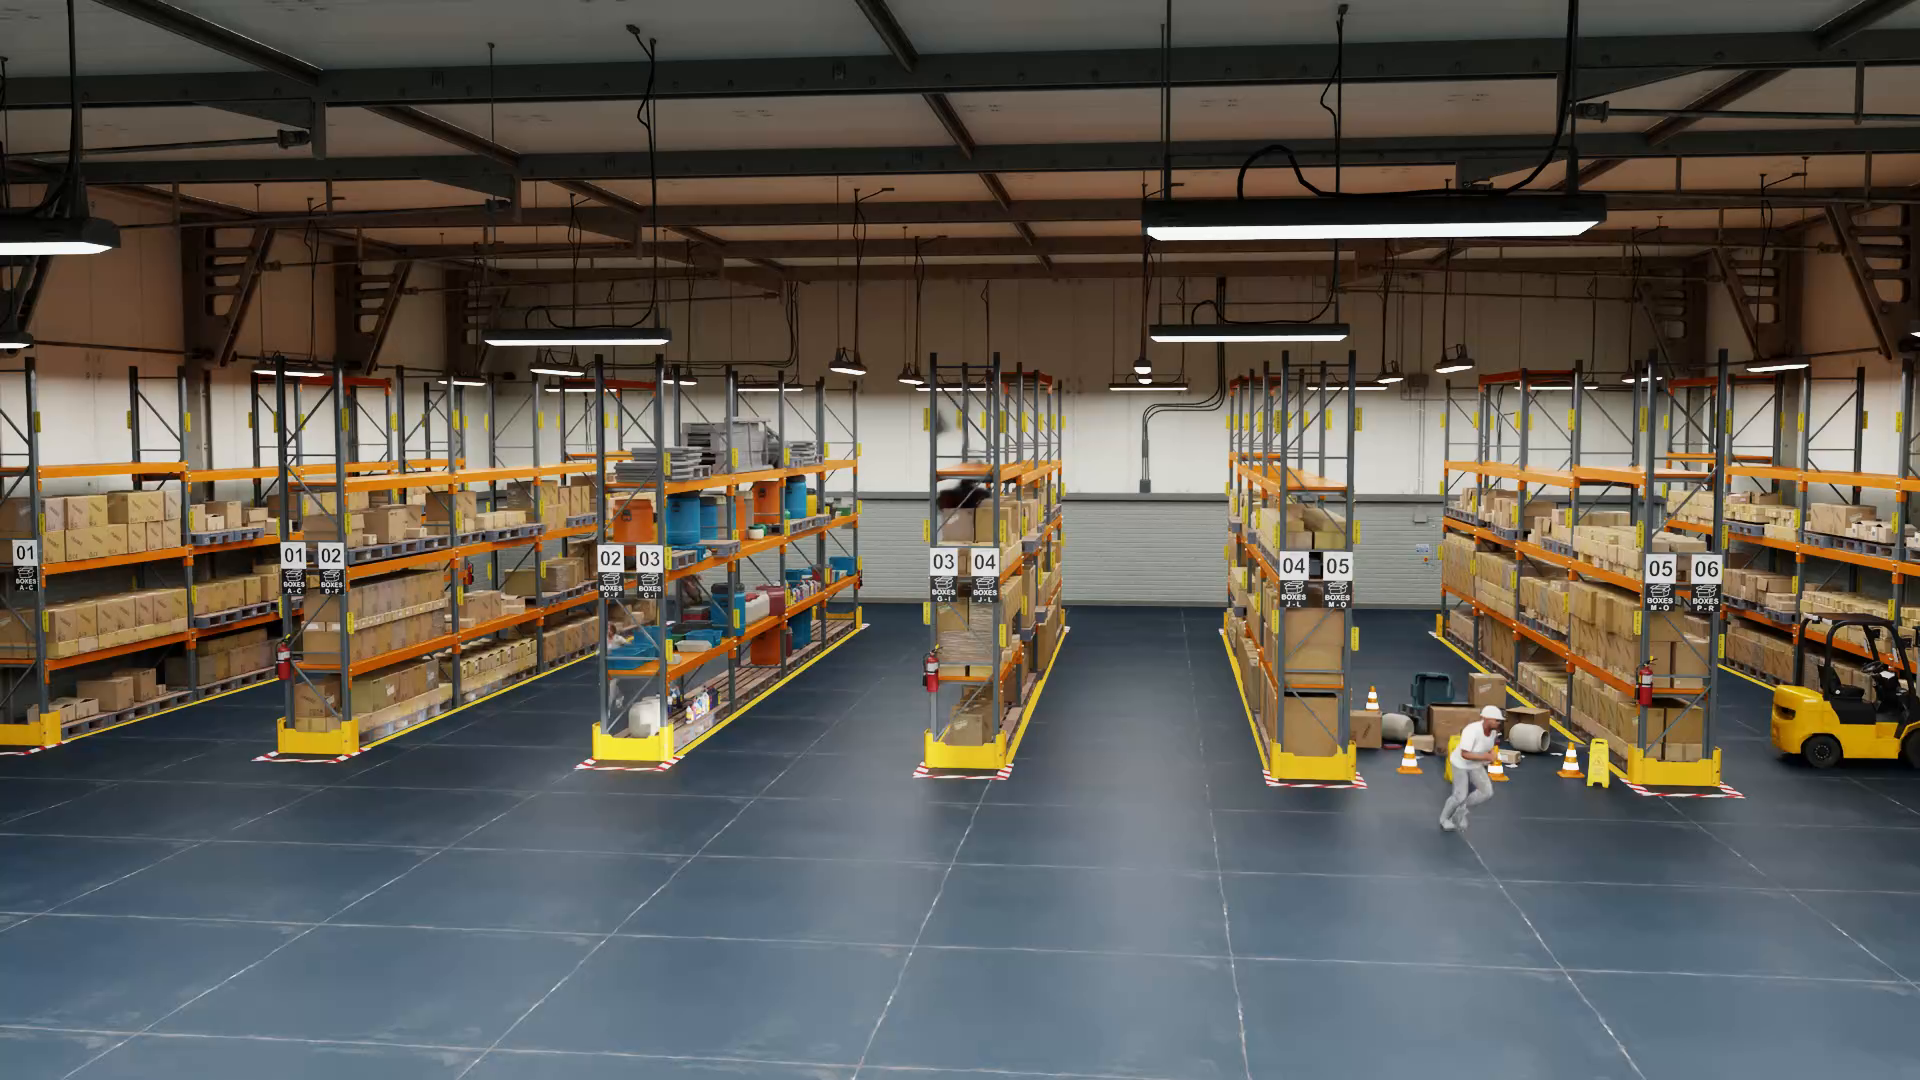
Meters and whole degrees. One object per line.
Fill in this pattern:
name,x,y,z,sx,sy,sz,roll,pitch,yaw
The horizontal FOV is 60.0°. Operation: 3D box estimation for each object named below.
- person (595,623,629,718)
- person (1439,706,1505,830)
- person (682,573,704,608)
person,-5.908,2.202,28.350,0.541,1.609,0.912,0,4,6
person,6.259,2.763,20.214,0.739,1.592,0.914,-3,5,-36
person,-6.814,1.196,42.041,0.617,1.687,0.715,1,4,18
